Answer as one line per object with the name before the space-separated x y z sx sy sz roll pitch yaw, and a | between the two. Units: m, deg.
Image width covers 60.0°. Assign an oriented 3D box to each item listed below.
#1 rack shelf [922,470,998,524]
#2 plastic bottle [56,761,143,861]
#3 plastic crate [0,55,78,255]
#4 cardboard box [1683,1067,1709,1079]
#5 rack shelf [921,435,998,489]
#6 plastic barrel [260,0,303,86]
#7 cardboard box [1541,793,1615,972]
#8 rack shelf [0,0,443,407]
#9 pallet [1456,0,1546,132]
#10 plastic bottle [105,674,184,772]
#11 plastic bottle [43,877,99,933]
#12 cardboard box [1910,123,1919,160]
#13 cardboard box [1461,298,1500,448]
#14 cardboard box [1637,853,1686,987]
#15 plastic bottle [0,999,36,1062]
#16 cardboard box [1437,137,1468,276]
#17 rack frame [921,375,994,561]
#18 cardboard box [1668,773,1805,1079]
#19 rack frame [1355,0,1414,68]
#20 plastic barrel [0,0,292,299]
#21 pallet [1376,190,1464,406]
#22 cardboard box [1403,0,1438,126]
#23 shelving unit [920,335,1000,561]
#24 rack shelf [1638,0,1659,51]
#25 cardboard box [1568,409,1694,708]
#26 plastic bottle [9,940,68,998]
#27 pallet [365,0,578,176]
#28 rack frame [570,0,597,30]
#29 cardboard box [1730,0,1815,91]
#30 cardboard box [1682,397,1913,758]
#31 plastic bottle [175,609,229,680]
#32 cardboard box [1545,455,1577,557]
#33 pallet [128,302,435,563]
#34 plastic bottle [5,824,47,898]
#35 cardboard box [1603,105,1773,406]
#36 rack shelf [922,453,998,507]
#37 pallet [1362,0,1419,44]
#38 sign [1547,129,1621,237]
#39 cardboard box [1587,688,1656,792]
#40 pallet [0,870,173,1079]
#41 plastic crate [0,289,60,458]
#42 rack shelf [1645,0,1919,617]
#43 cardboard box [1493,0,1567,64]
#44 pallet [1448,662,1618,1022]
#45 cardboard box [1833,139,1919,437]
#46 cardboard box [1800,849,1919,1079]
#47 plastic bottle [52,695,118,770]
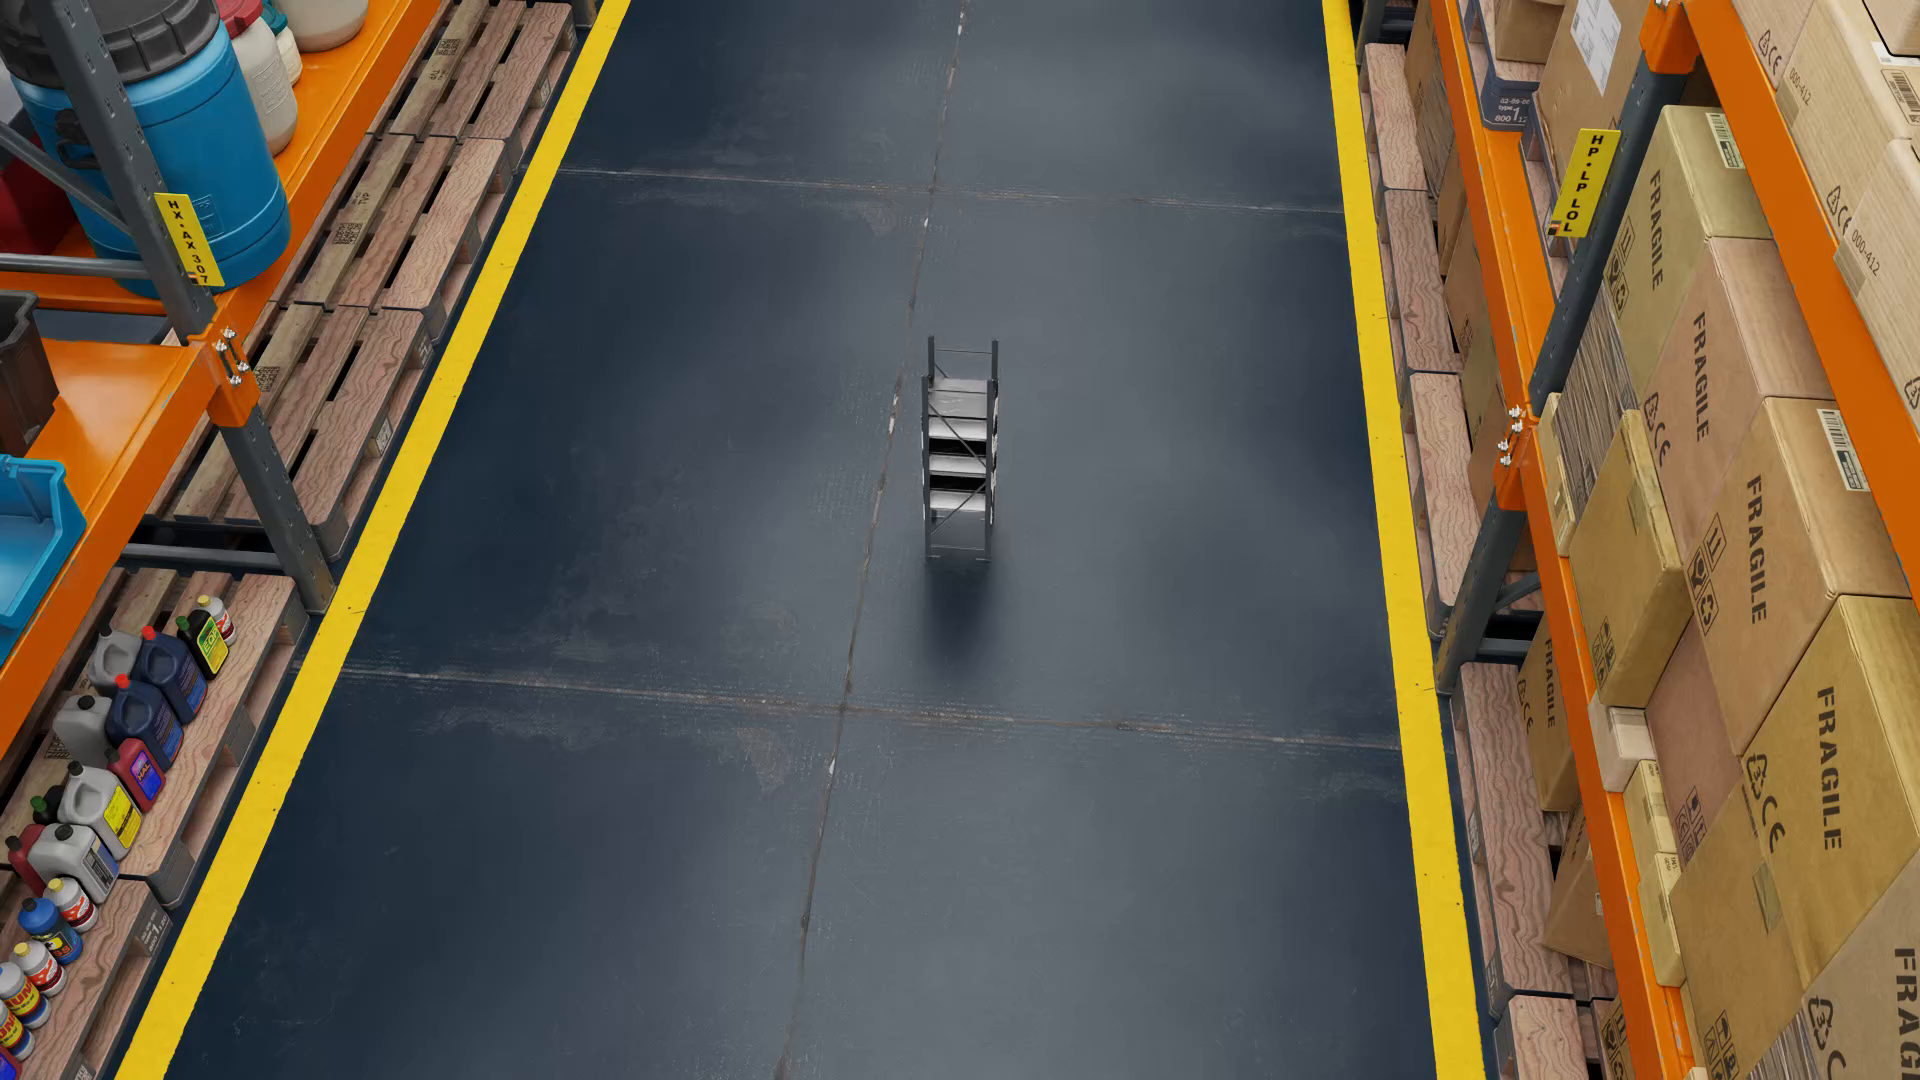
rack shelf | 0.001 -0.166 6.081 0.258 0.077 0.200 4 48 4
plastic bottle | -2.599 0.797 4.986 0.144 0.351 0.185 4 48 3
plastic crate | -3.041 -1.218 5.288 0.402 0.464 0.583 4 48 4
cardboard box | 1.640 1.205 3.286 0.380 0.149 0.250 4 48 4
rack shelf | 0.001 -0.287 5.948 0.258 0.077 0.200 4 48 4
plastic barrel | -2.507 -1.735 5.898 0.301 0.262 0.301 0 48 0
cardboard box | 2.031 0.928 4.778 0.500 0.500 0.500 18 50 16
rack shelf | -2.598 -2.047 6.577 1.077 0.370 4.000 4 48 4
pallet | 2.377 -1.904 6.089 1.003 0.211 1.213 4 48 4
plastic bottle | -2.570 0.559 5.203 0.144 0.351 0.185 2 48 2
plastic bottle | -2.602 1.055 4.851 0.097 0.201 0.097 0 48 0
cardboard box | 1.722 -0.594 2.559 0.380 0.149 0.250 3 48 3
cardboard box | 2.291 -0.591 6.153 0.700 0.500 0.500 4 48 3
cardboard box | 1.709 0.839 3.620 0.380 0.149 0.250 4 48 4
plastic bottle | -2.638 1.329 4.553 0.097 0.271 0.097 0 48 0
cardboard box | 2.392 -1.412 6.904 0.700 0.500 0.500 7 48 7
rack frame | -0.009 -0.235 5.855 0.240 0.900 0.006 4 48 4
cardboard box | 1.936 0.809 3.208 0.875 0.500 0.500 4 48 4
rack frame | 2.516 -3.426 7.351 1.000 3.000 0.127 4 48 4
plastic barrel | -2.444 -1.253 5.023 0.600 0.901 0.708 4 48 4
pallet | 2.330 -1.017 7.037 1.003 0.211 1.213 4 48 4
cardboard box | 2.475 -2.237 7.659 0.700 0.500 0.500 2 48 1
shelving unit | 0.001 -0.310 5.923 0.258 0.900 0.210 4 48 4
rack shelf | 2.334 -2.726 5.165 1.077 0.370 4.000 4 48 4
cardboard box | 1.968 0.071 3.883 0.875 0.500 0.500 4 48 4
plastic bottle | -2.620 1.206 4.713 0.097 0.201 0.097 0 48 0
pallet | -2.525 -2.251 8.166 1.003 0.211 1.213 4 48 4
rack frame | -2.416 -3.759 7.655 1.000 3.000 0.127 4 48 4
cardboard box | 1.856 -1.135 3.324 0.500 0.250 0.500 2 48 2
cardboard box | 1.767 0.090 3.188 0.500 0.500 0.500 4 48 4
plastic bottle | -2.496 0.324 5.463 0.061 0.283 0.133 6 48 5
cardboard box | 1.797 -0.081 4.462 0.380 0.149 0.250 4 48 4
pallet | -2.748 -0.458 6.526 1.003 0.211 1.213 4 48 4
plastic bottle | -2.724 0.932 4.908 0.061 0.283 0.133 4 48 4
cardboard box | 1.857 -0.645 3.860 0.500 0.500 0.500 4 48 4
rack shelf | 0.001 -0.226 6.014 0.258 0.077 0.200 4 48 4
pallet | 2.663 -3.059 8.905 1.003 0.211 1.213 4 48 4
sign | 1.599 -0.912 4.267 0.100 0.325 0.005 4 48 4
cardboard box | 1.724 0.469 3.958 0.380 0.149 0.250 4 48 4
pallet | -2.992 1.511 4.725 1.003 0.211 1.213 4 48 4
plastic crate | -2.955 -0.423 4.646 0.767 0.338 0.504 4 48 4
rack shelf | 1.969 0.213 2.477 1.077 0.370 4.000 4 48 4
cardboard box | 2.218 -1.943 5.640 0.797 0.503 0.637 8 48 8
pallet | 2.126 0.950 5.238 1.003 0.211 1.213 4 48 4
cardboard box | 1.756 -0.382 2.635 0.500 0.250 0.500 2 48 2
cardboard box | 1.679 0.825 2.516 0.500 0.500 0.500 4 48 4
plastic bottle | -2.720 0.593 5.222 0.152 0.276 0.135 4 48 4
